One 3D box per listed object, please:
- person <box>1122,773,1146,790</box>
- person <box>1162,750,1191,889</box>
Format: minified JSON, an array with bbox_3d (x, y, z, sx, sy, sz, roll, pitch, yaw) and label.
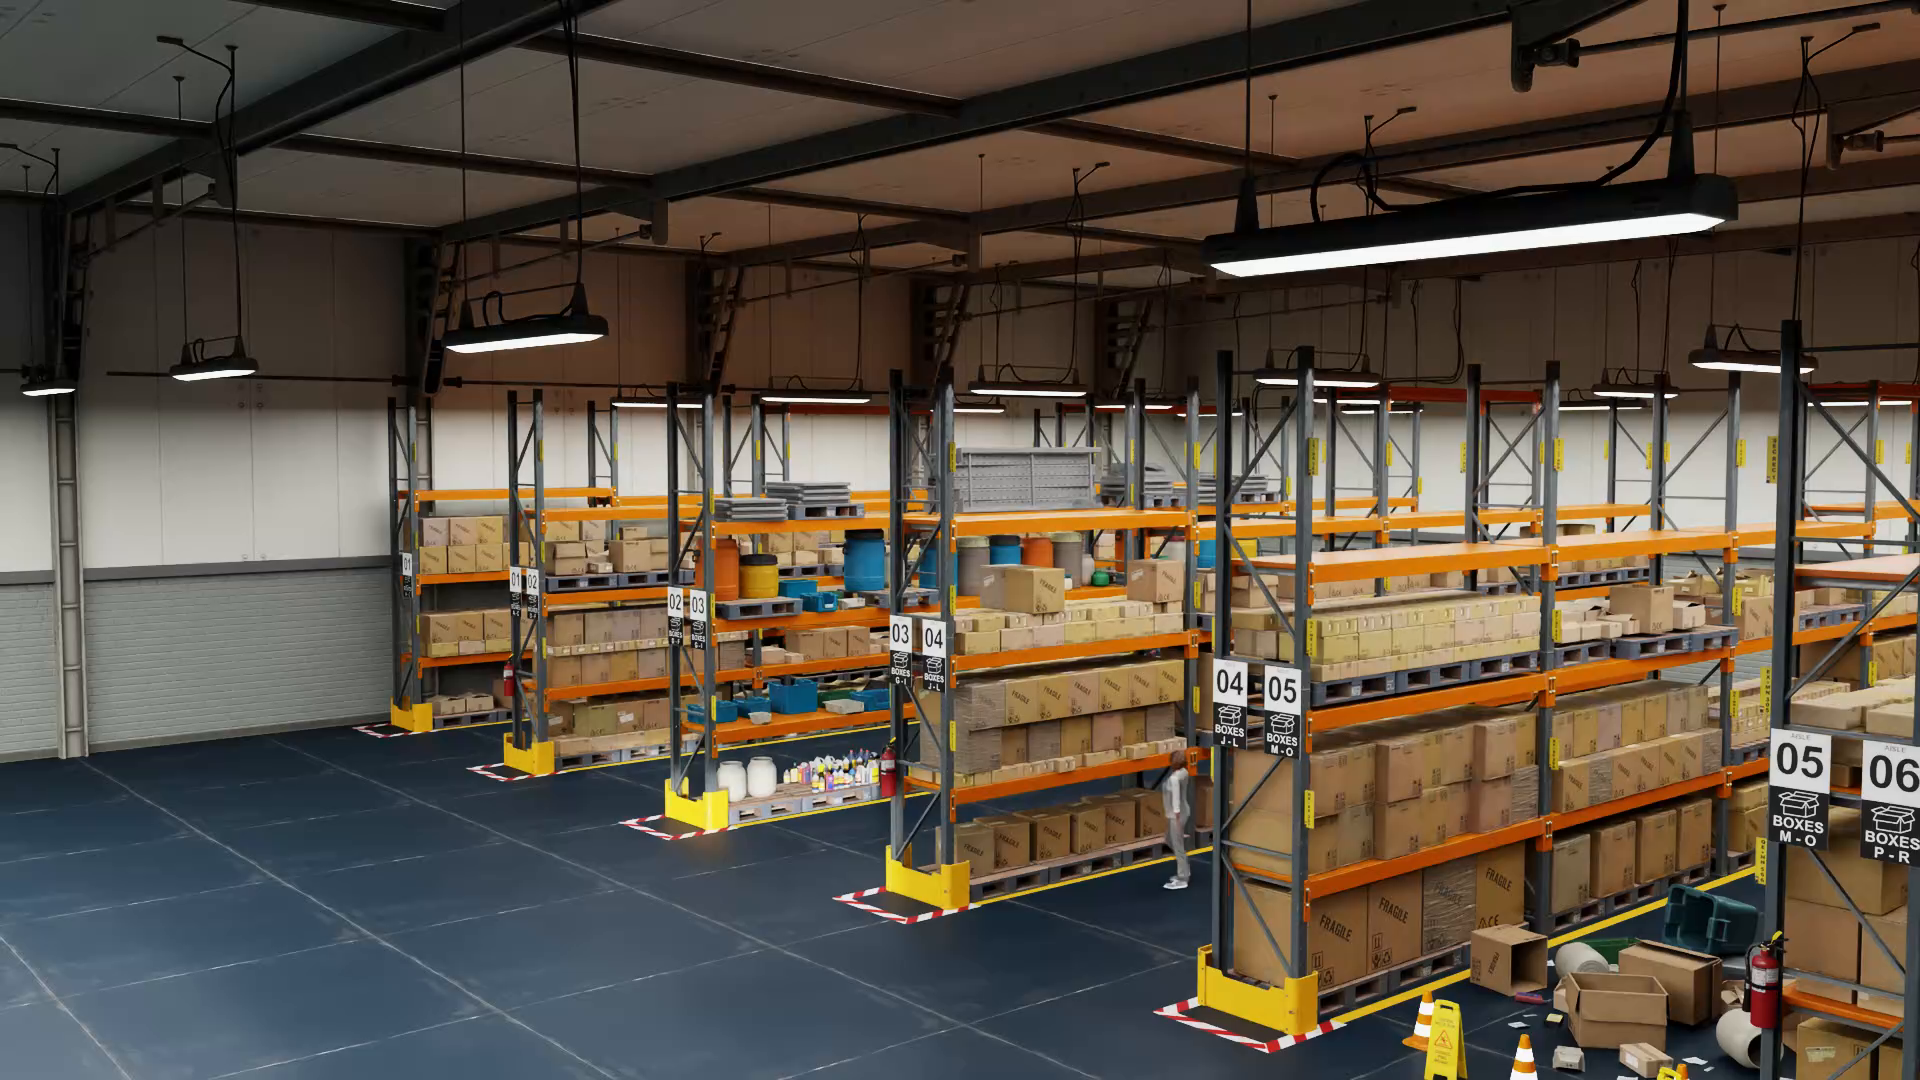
[{"bbox_3d":[2.469,2.935,24.177,0.398,1.686,0.549,2,4,26],"label":"person"},{"bbox_3d":[2.514,3.222,19.336,0.327,1.602,0.465,1,3,14],"label":"person"}]
